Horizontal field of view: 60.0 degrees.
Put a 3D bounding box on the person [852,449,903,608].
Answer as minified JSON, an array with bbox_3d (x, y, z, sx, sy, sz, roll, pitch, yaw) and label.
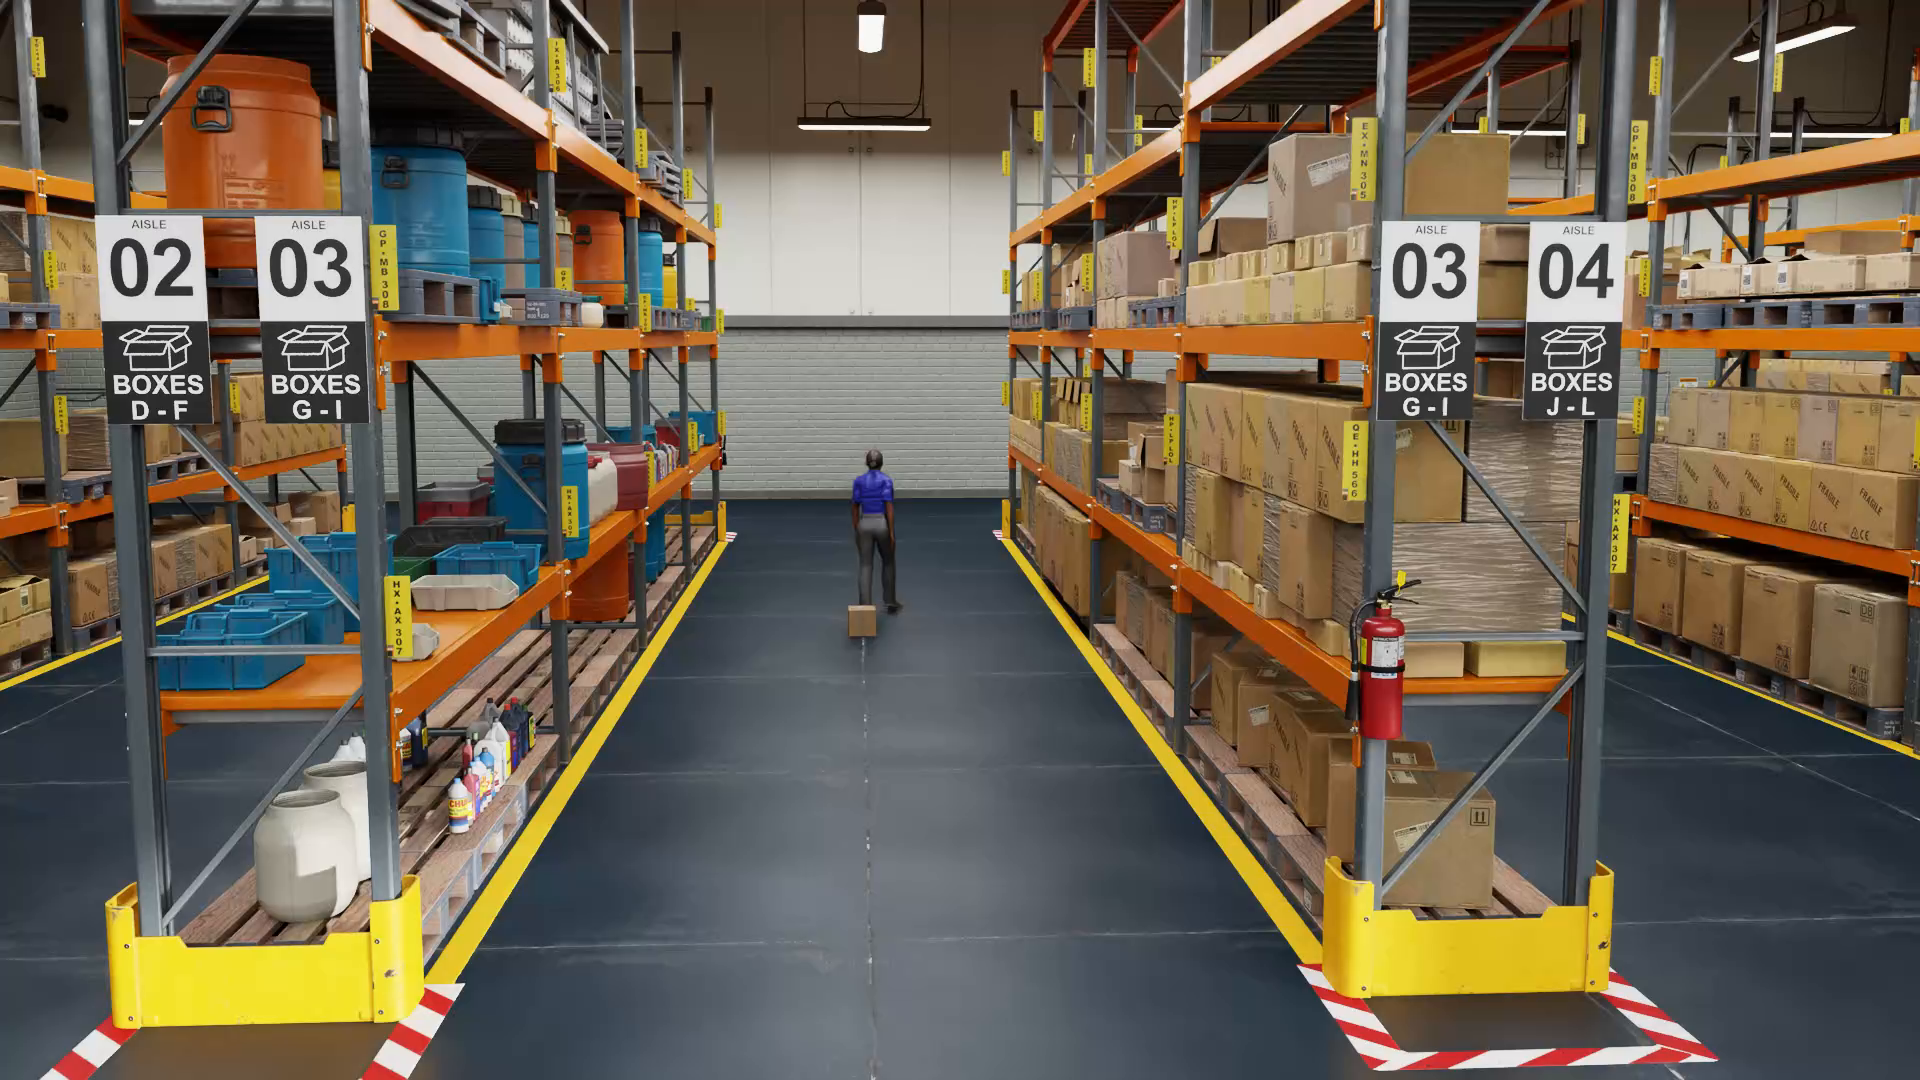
[{"bbox_3d":[-0.844,-0.083,16.456,0.476,1.629,0.849,1,7,9],"label":"person"}]
